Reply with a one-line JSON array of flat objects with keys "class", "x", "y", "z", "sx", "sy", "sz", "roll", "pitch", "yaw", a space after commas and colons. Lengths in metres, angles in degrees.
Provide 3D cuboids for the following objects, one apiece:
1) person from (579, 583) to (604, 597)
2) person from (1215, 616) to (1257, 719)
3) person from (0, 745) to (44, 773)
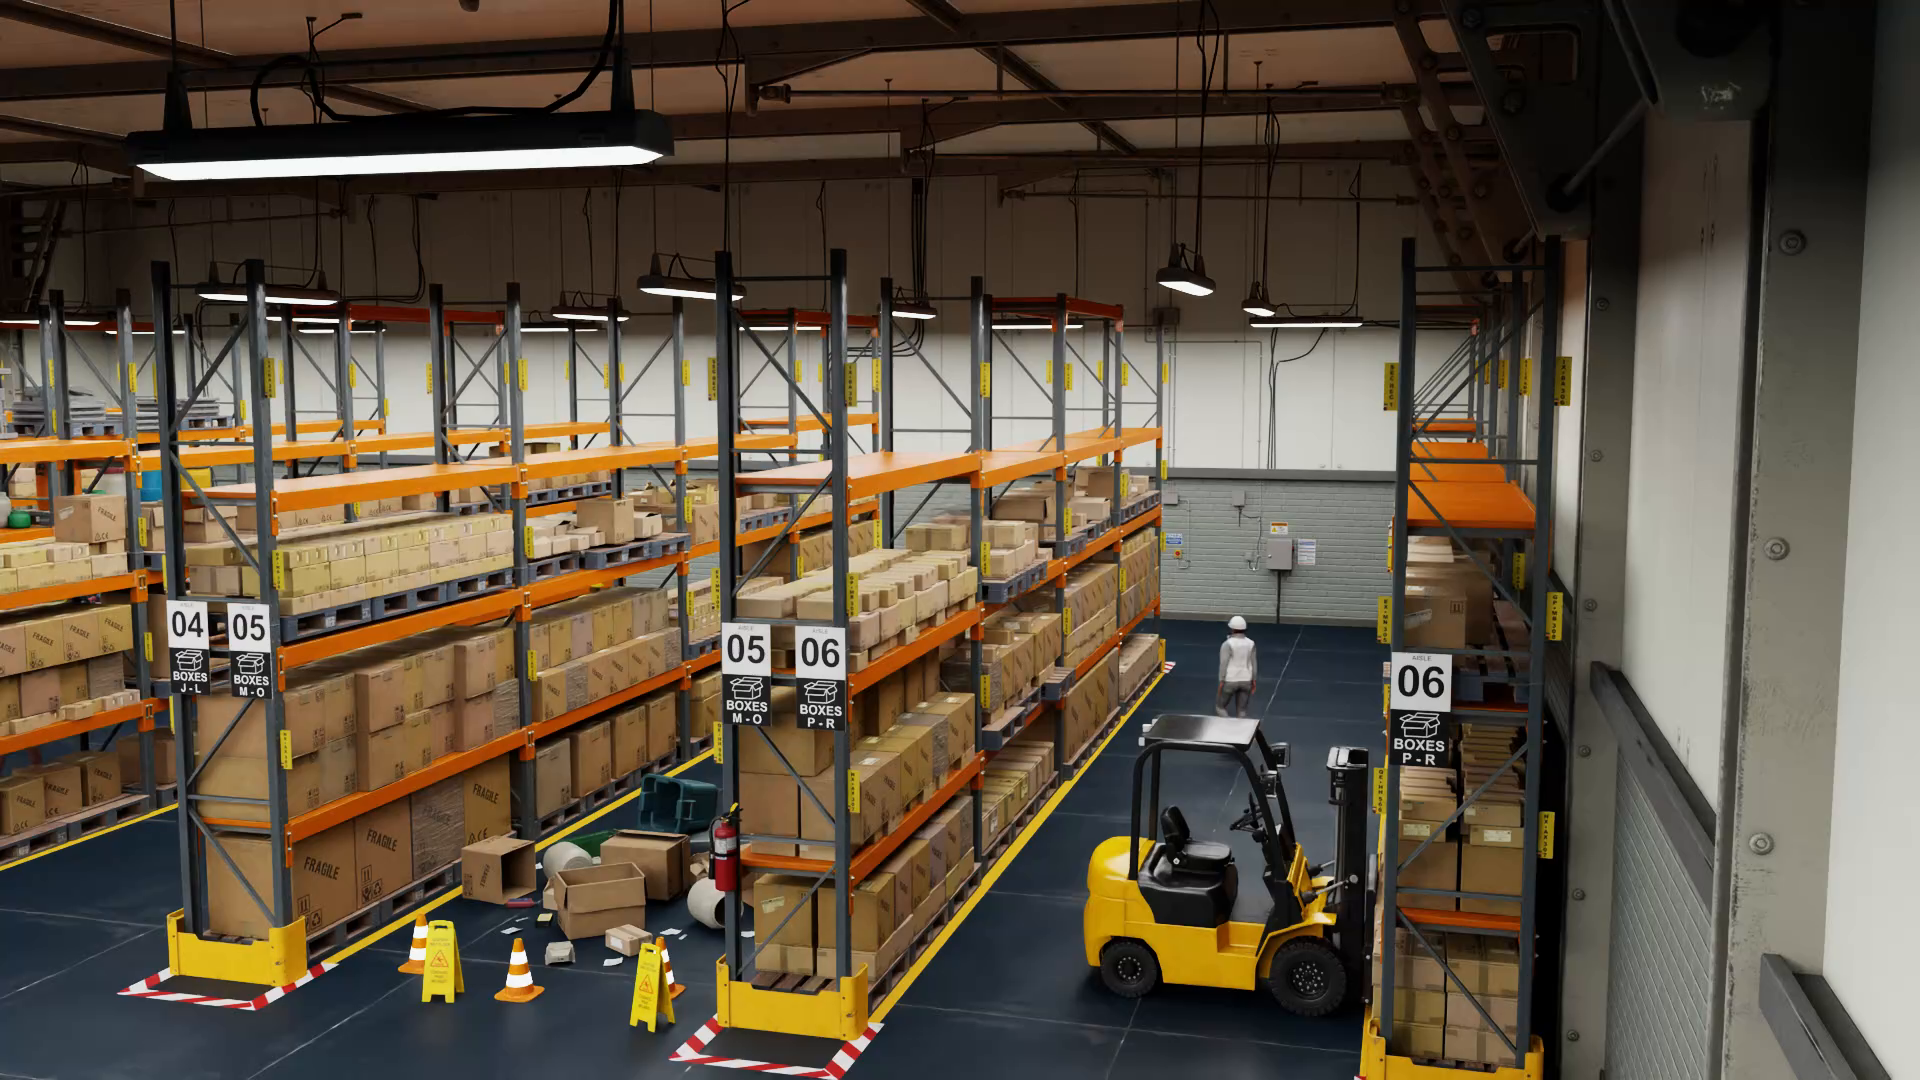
[{"class": "person", "x": -5.877, "y": 1.484, "z": 26.447, "sx": 0.607, "sy": 1.760, "sz": 0.521, "roll": 2, "pitch": 6, "yaw": 15}, {"class": "person", "x": 3.737, "y": 1.915, "z": 22.483, "sx": 0.569, "sy": 1.788, "sz": 0.397, "roll": -2, "pitch": 6, "yaw": -15}, {"class": "person", "x": -11.466, "y": 2.209, "z": 20.122, "sx": 0.459, "sy": 1.623, "sz": 0.964, "roll": 0, "pitch": 6, "yaw": 3}]
